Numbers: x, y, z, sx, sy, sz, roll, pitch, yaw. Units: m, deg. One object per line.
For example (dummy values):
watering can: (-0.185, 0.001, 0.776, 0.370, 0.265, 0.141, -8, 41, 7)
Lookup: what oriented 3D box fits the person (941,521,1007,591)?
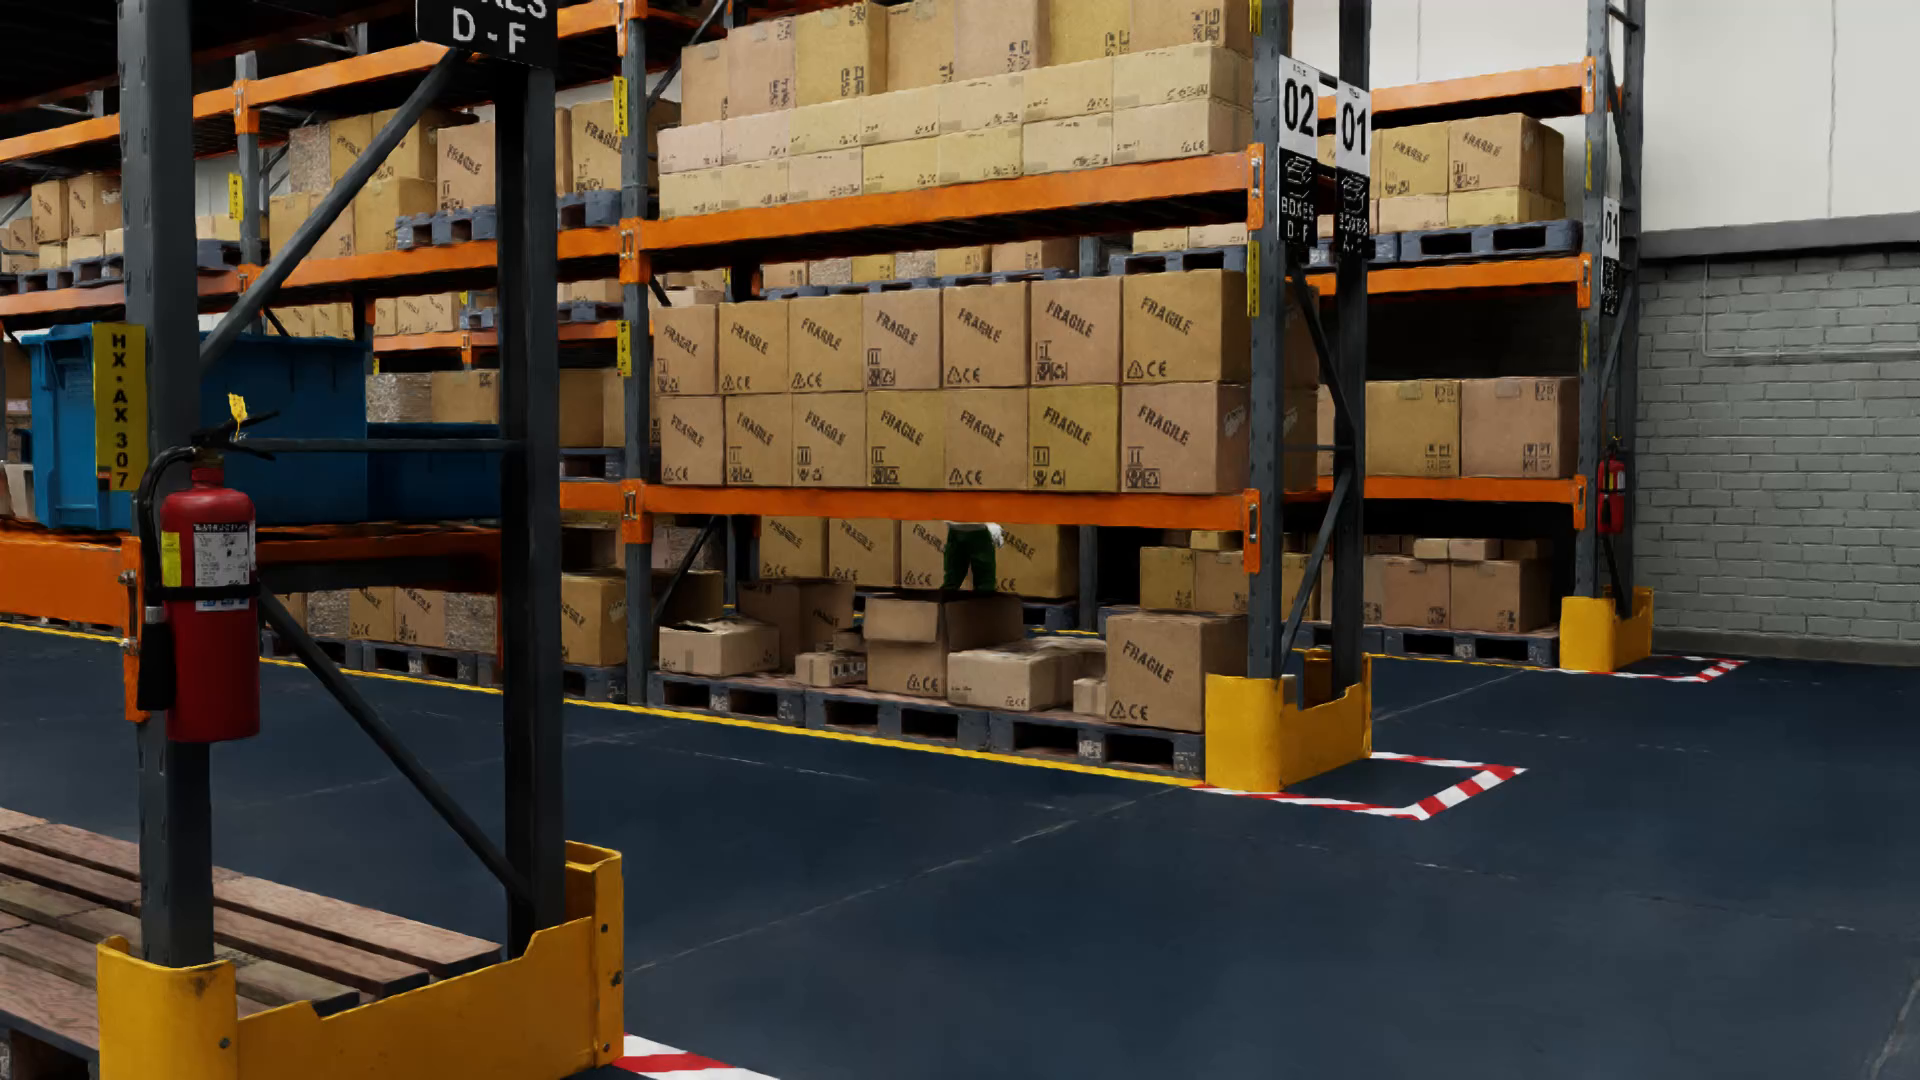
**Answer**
person: (0.137, -0.078, 12.430, 0.617, 1.785, 0.684, -2, 4, -27)
